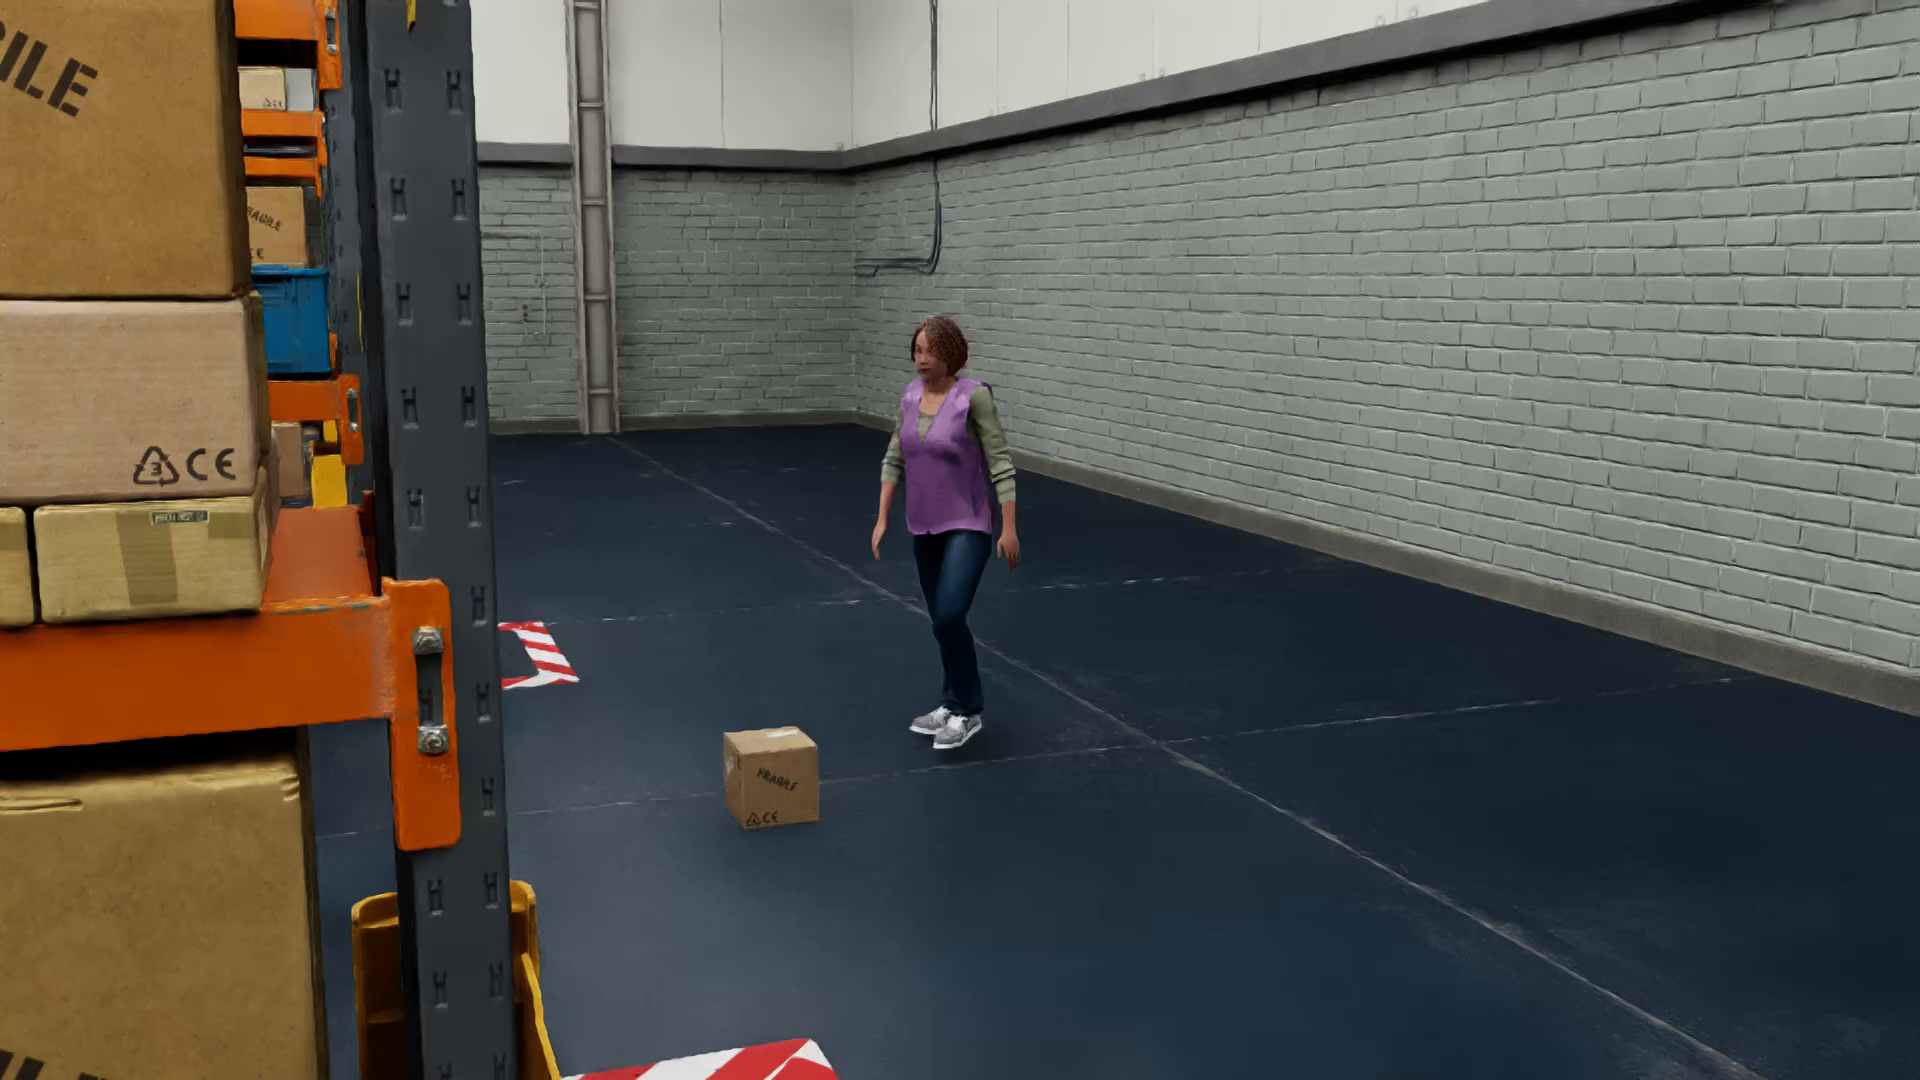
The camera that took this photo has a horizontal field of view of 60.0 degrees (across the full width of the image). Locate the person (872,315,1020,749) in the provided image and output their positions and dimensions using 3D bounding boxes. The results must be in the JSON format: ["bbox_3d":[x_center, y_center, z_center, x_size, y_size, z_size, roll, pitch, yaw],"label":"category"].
[{"bbox_3d":[-0.019,-0.027,6.062,0.542,1.577,0.458,8,12,40],"label":"person"}]
